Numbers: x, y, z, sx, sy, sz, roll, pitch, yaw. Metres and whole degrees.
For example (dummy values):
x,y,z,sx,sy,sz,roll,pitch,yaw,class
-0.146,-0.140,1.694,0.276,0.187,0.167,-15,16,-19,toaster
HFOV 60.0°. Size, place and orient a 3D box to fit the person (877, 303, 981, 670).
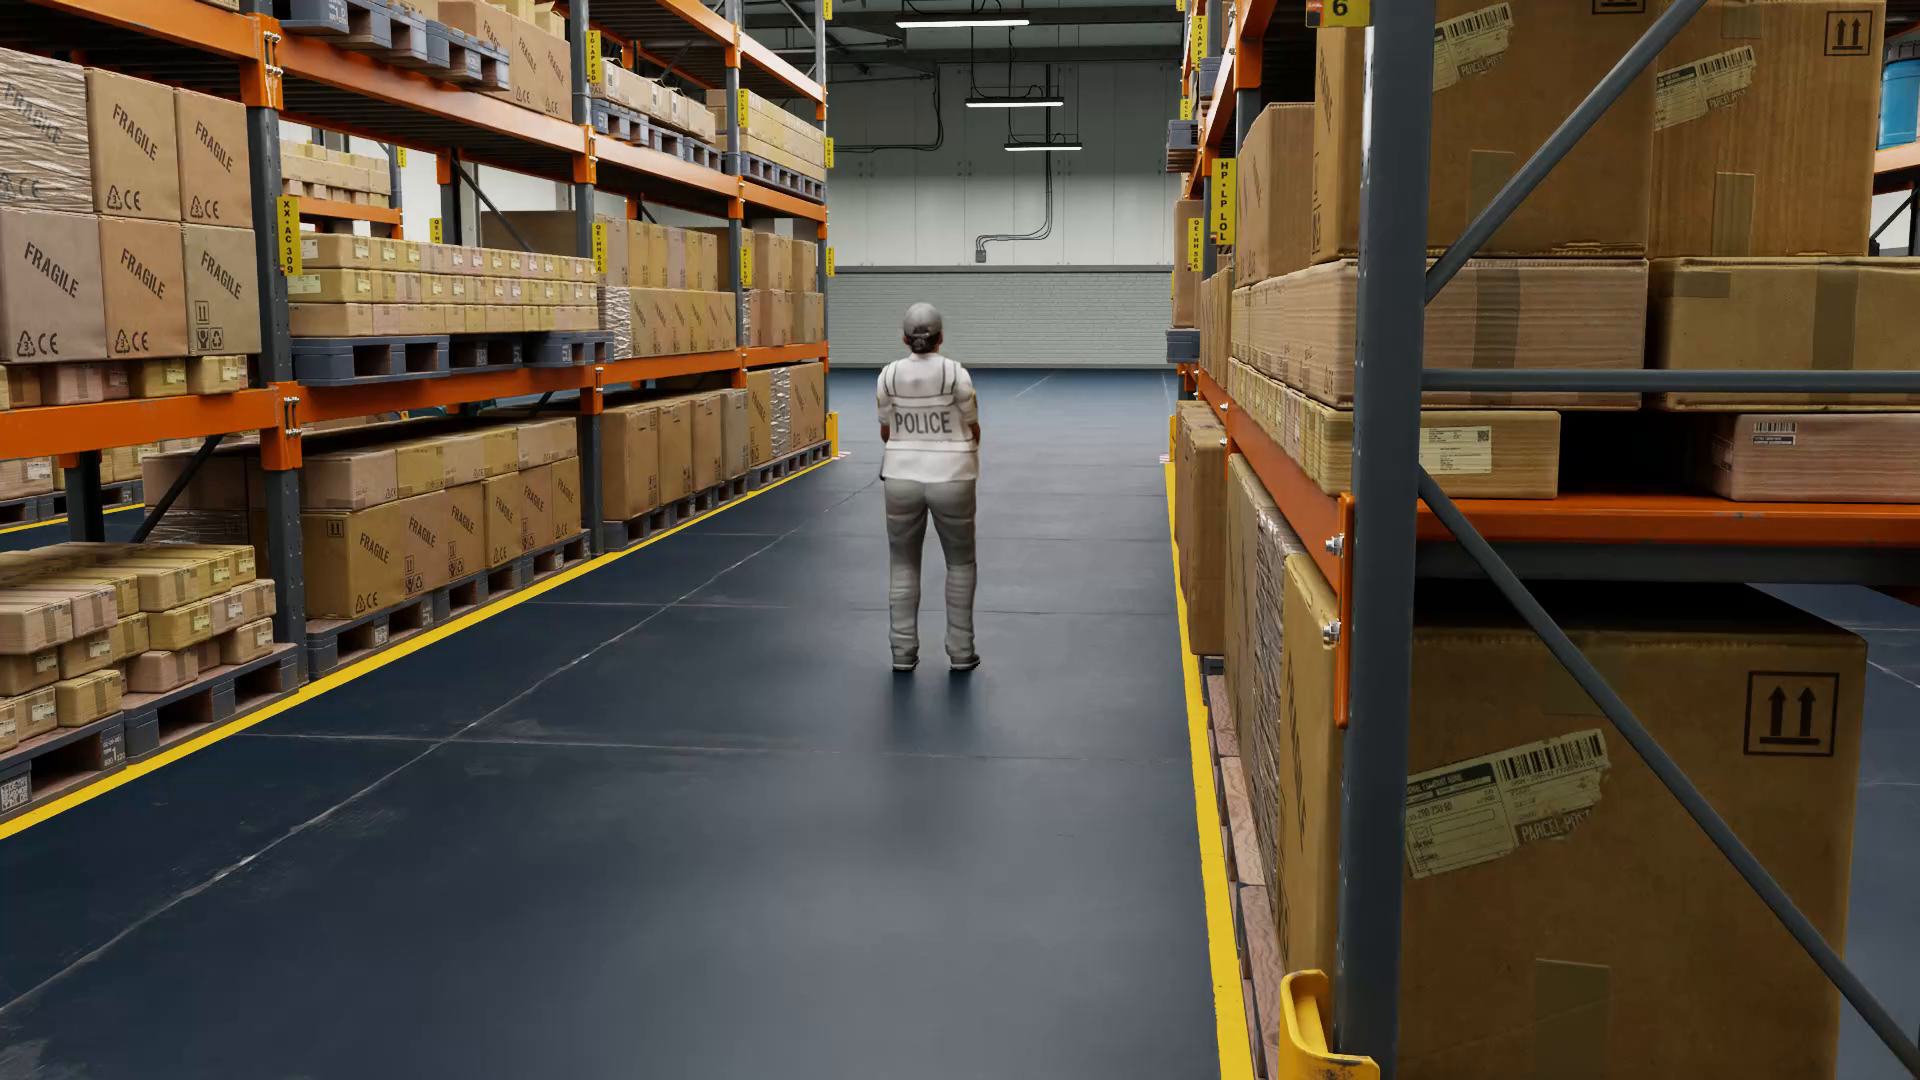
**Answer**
x,y,z,sx,sy,sz,roll,pitch,yaw,class
-0.127,-0.242,7.577,0.457,1.662,0.532,2,8,11,person
